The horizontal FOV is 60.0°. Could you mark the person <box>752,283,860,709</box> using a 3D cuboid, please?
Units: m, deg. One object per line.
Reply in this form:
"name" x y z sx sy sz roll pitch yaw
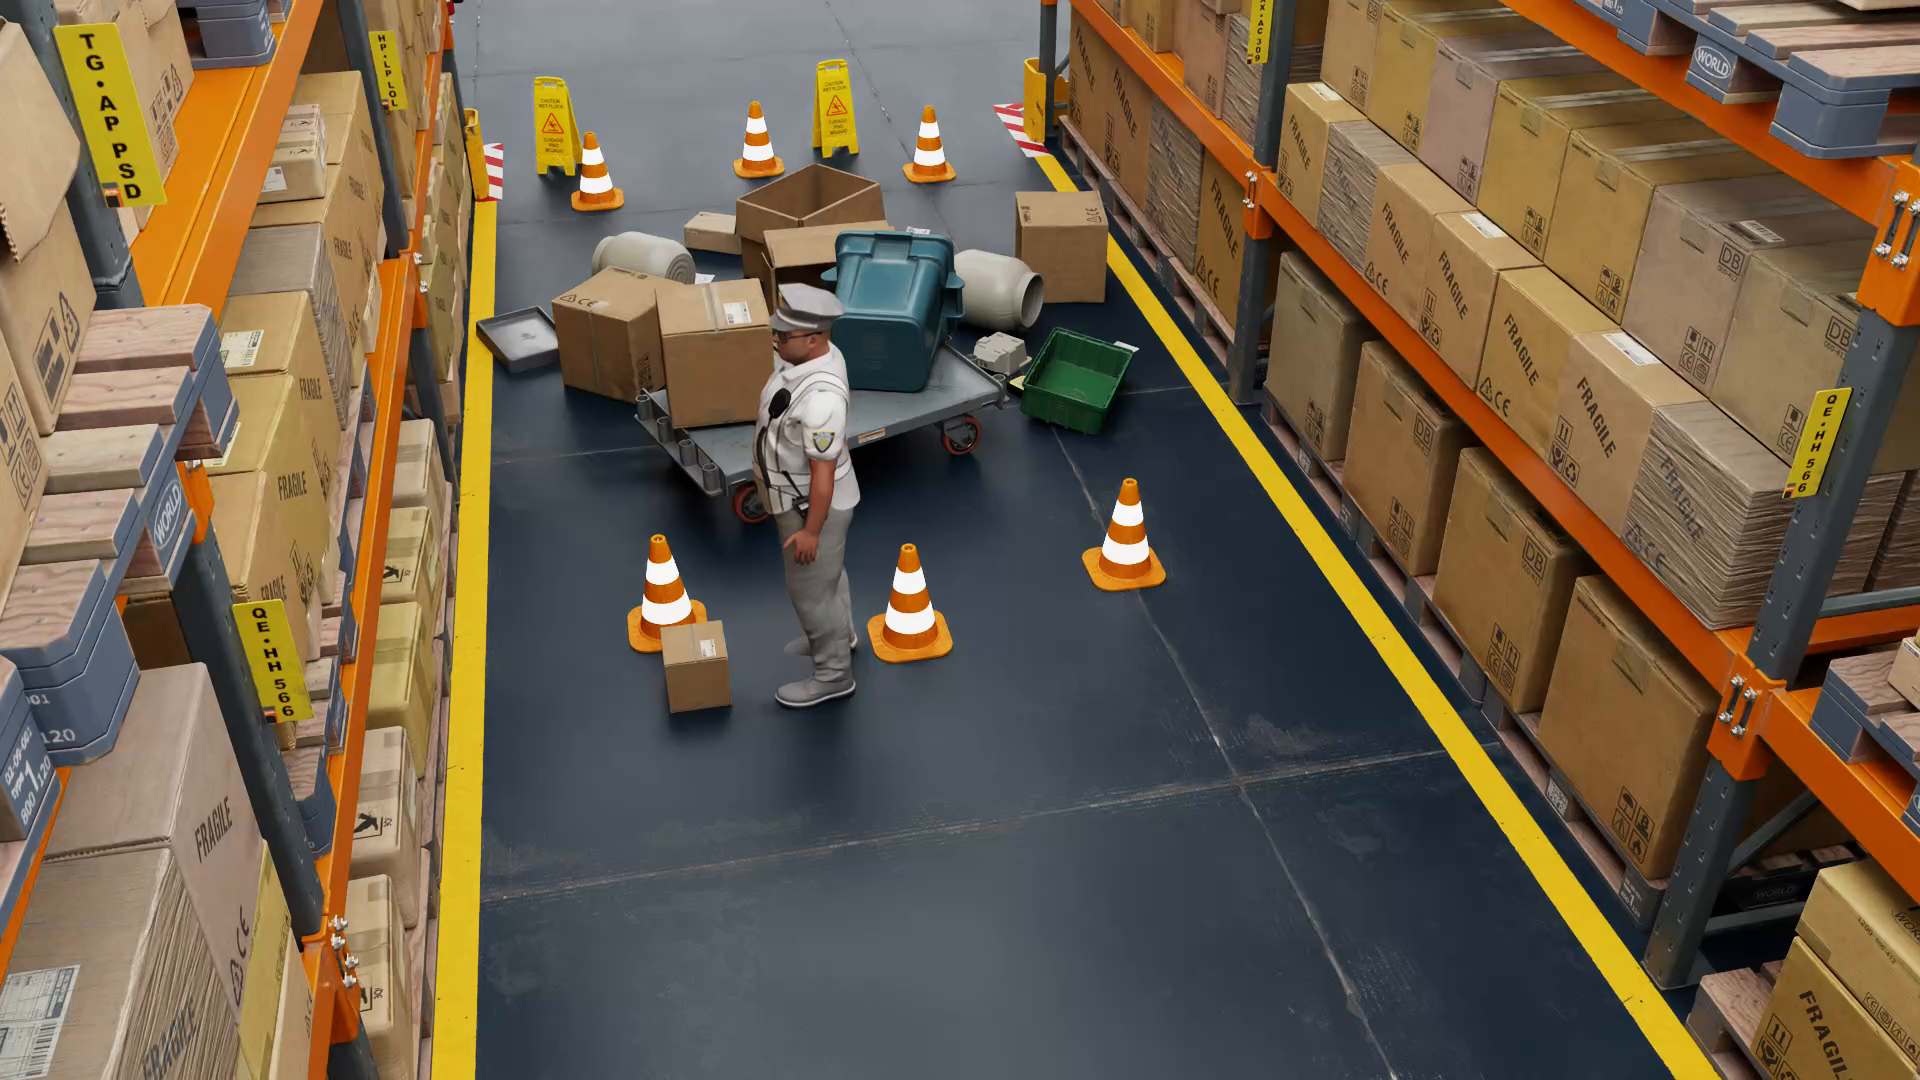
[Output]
"person" -0.587 -0.148 6.377 0.392 1.805 0.542 -6 35 -9
